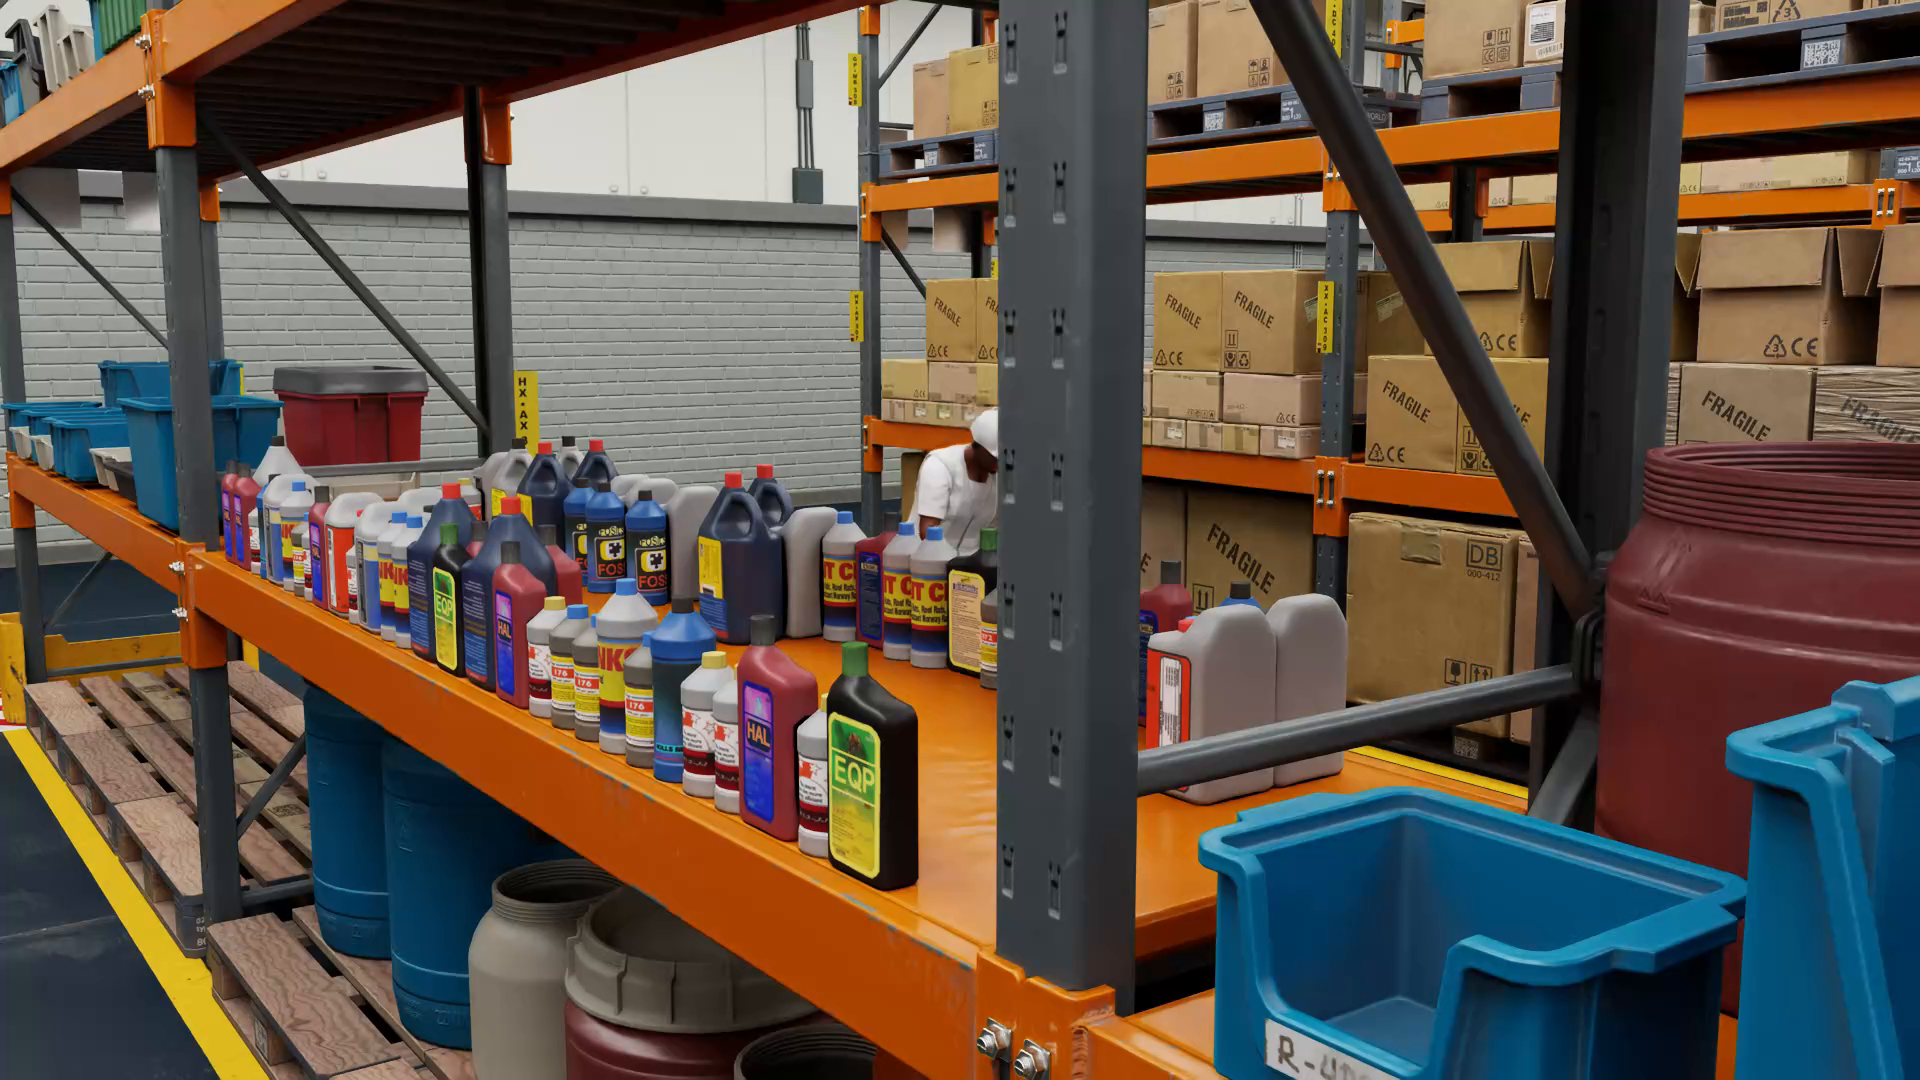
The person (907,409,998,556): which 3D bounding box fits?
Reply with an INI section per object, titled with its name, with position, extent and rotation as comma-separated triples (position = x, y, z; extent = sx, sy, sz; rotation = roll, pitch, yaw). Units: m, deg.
[person]
position = 0.036, 0.125, 8.127
extent = 0.625, 1.543, 0.666
rotation = -6, 9, -35
